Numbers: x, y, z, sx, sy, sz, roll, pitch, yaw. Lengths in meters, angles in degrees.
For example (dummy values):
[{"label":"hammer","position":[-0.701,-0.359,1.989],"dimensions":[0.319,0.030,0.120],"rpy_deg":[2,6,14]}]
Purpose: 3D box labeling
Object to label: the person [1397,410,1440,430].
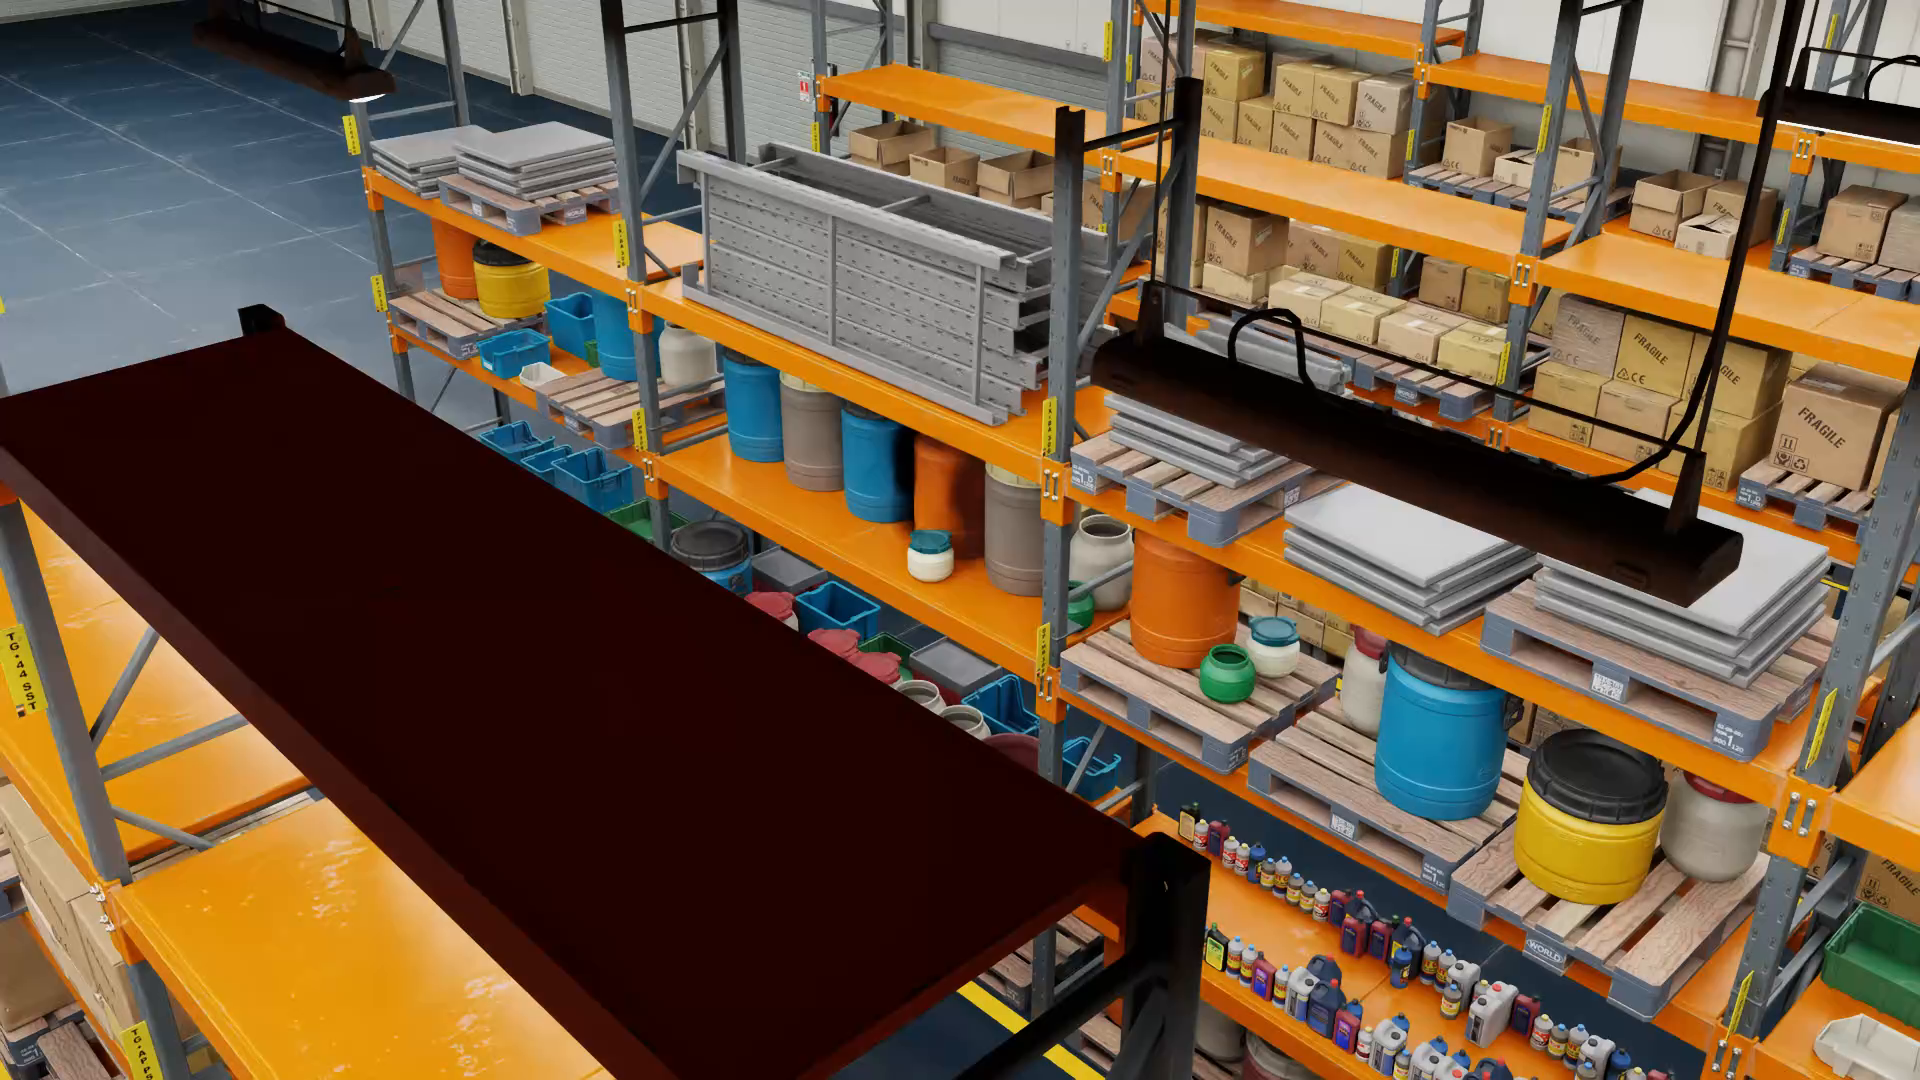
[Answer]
[{"label":"person","position":[4.648,-0.993,17.010],"dimensions":[0.391,1.694,0.537],"rpy_deg":[-7,29,-13]}]
